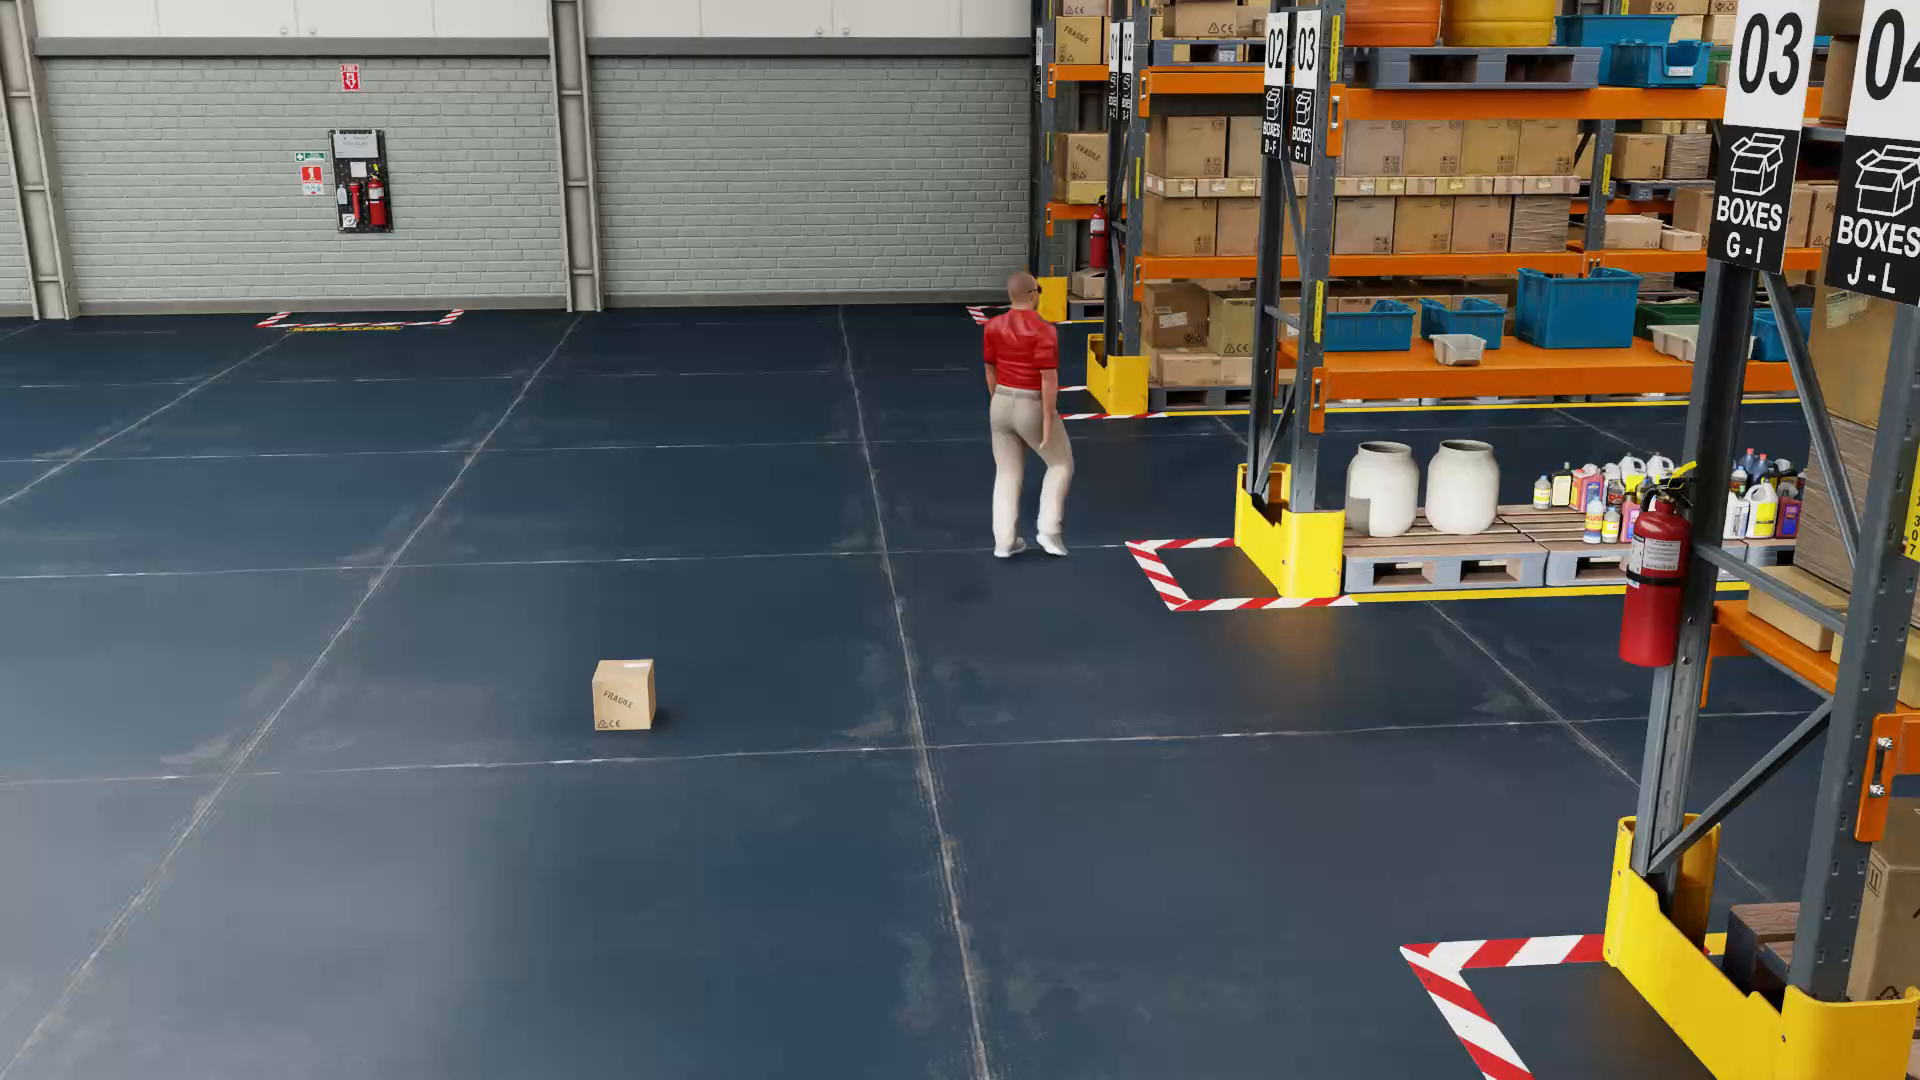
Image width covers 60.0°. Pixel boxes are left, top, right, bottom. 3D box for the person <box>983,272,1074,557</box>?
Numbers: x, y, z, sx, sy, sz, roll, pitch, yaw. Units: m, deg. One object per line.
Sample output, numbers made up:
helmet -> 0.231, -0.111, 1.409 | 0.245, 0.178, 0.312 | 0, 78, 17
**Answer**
person -> 0.398, -0.715, 10.026 | 0.548, 1.797, 0.516 | 10, 19, 30
